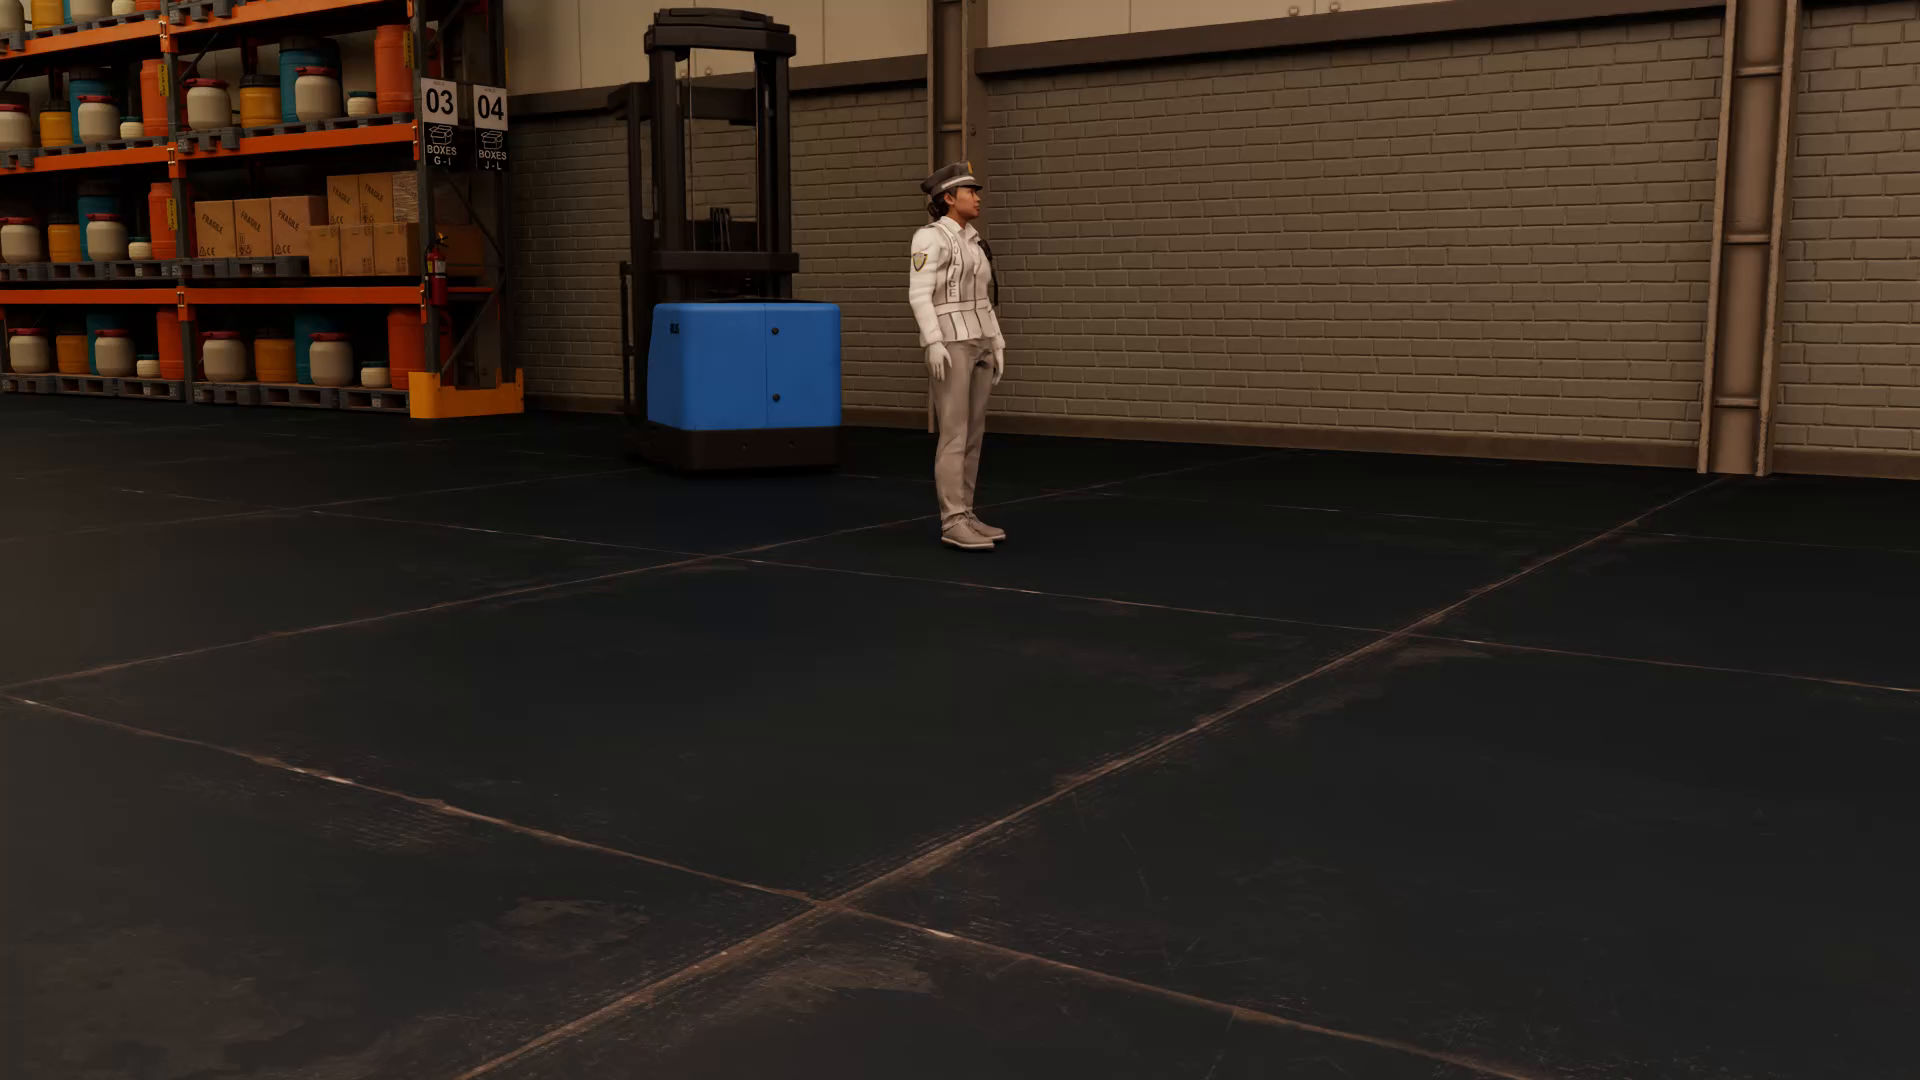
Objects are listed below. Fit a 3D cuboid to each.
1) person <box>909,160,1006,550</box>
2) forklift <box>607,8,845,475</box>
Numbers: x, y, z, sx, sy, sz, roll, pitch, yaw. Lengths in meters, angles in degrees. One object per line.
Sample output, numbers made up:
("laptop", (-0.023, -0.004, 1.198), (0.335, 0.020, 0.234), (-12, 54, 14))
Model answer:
("person", (0.052, -0.840, 7.441), (0.534, 1.696, 0.587), (5, 10, 34))
("forklift", (-1.767, -2.023, 11.417), (1.130, 2.935, 3.031), (-3, 9, -23))
